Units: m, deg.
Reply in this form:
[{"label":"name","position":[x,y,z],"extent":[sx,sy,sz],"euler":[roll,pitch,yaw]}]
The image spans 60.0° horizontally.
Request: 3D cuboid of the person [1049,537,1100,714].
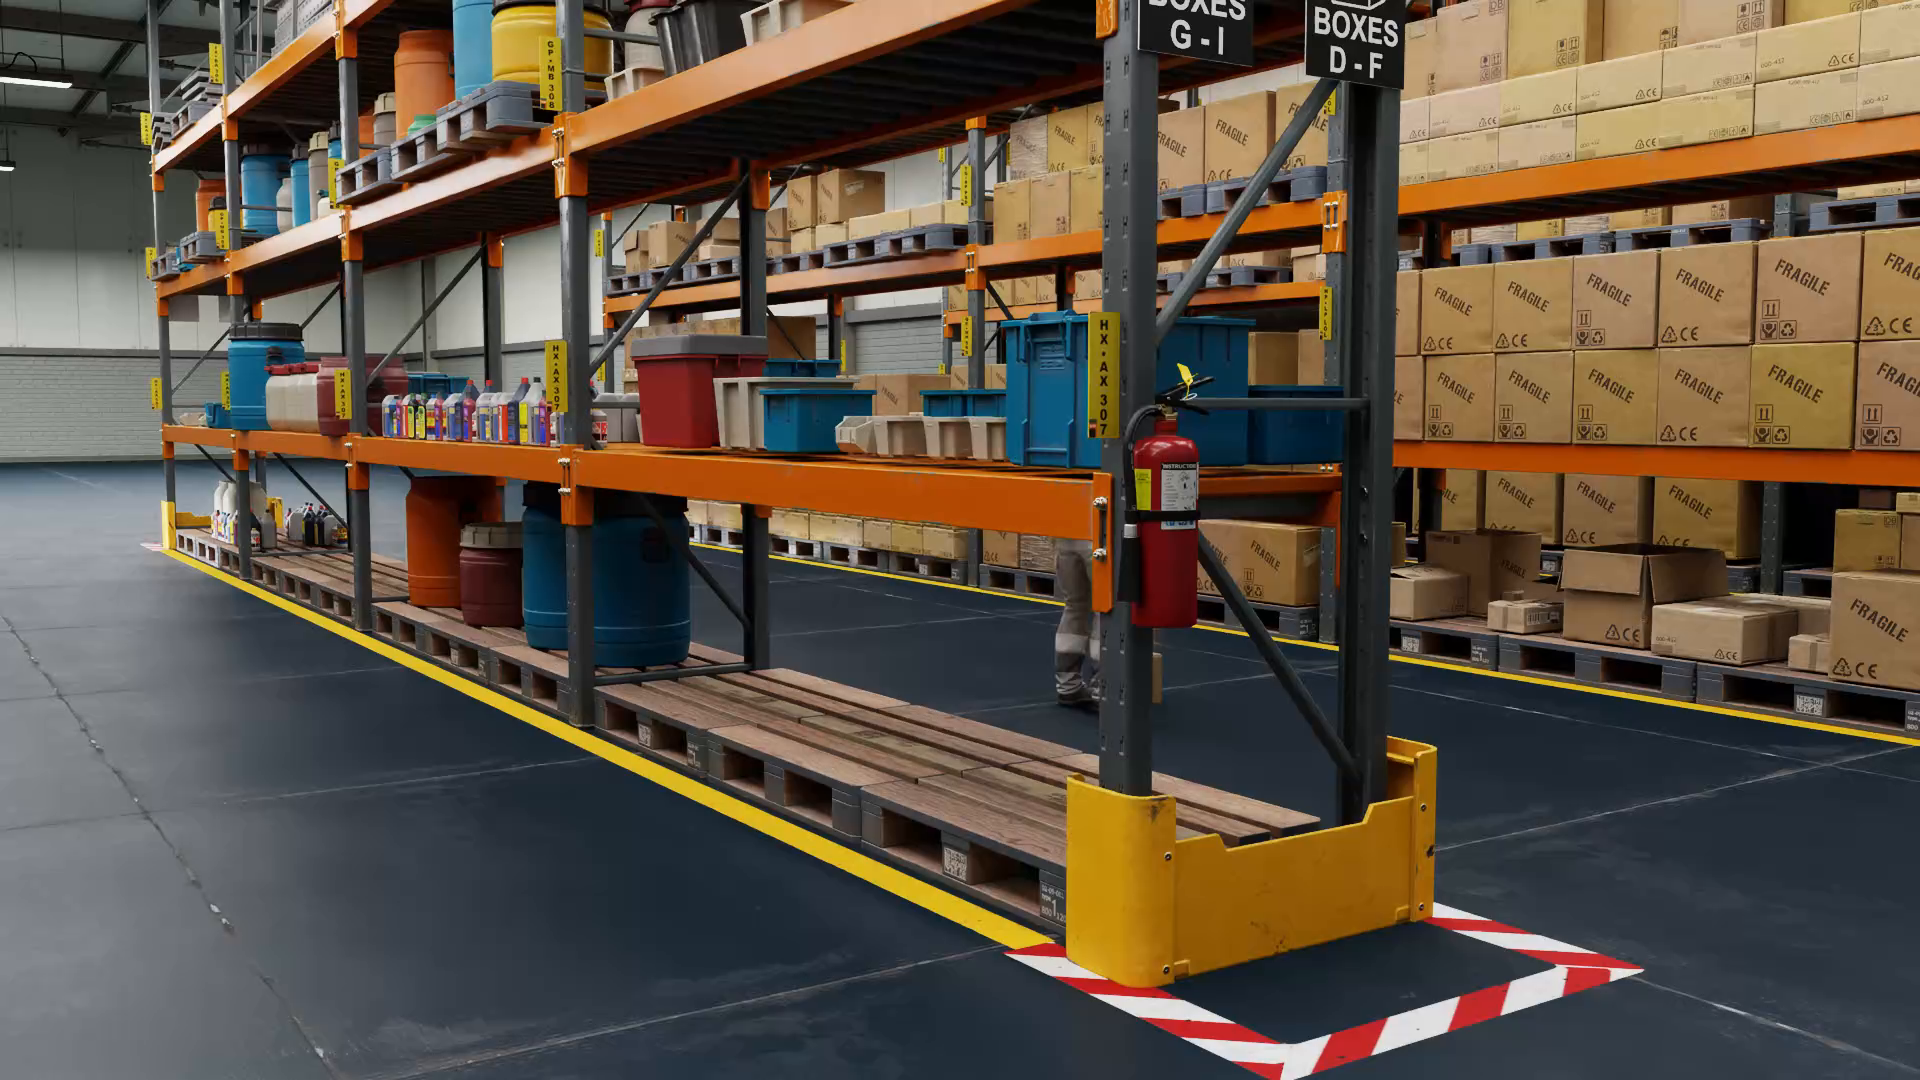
[{"label":"person","position":[0.659,-0.049,8.285],"extent":[0.452,1.777,0.610],"euler":[-3,6,-37]}]
